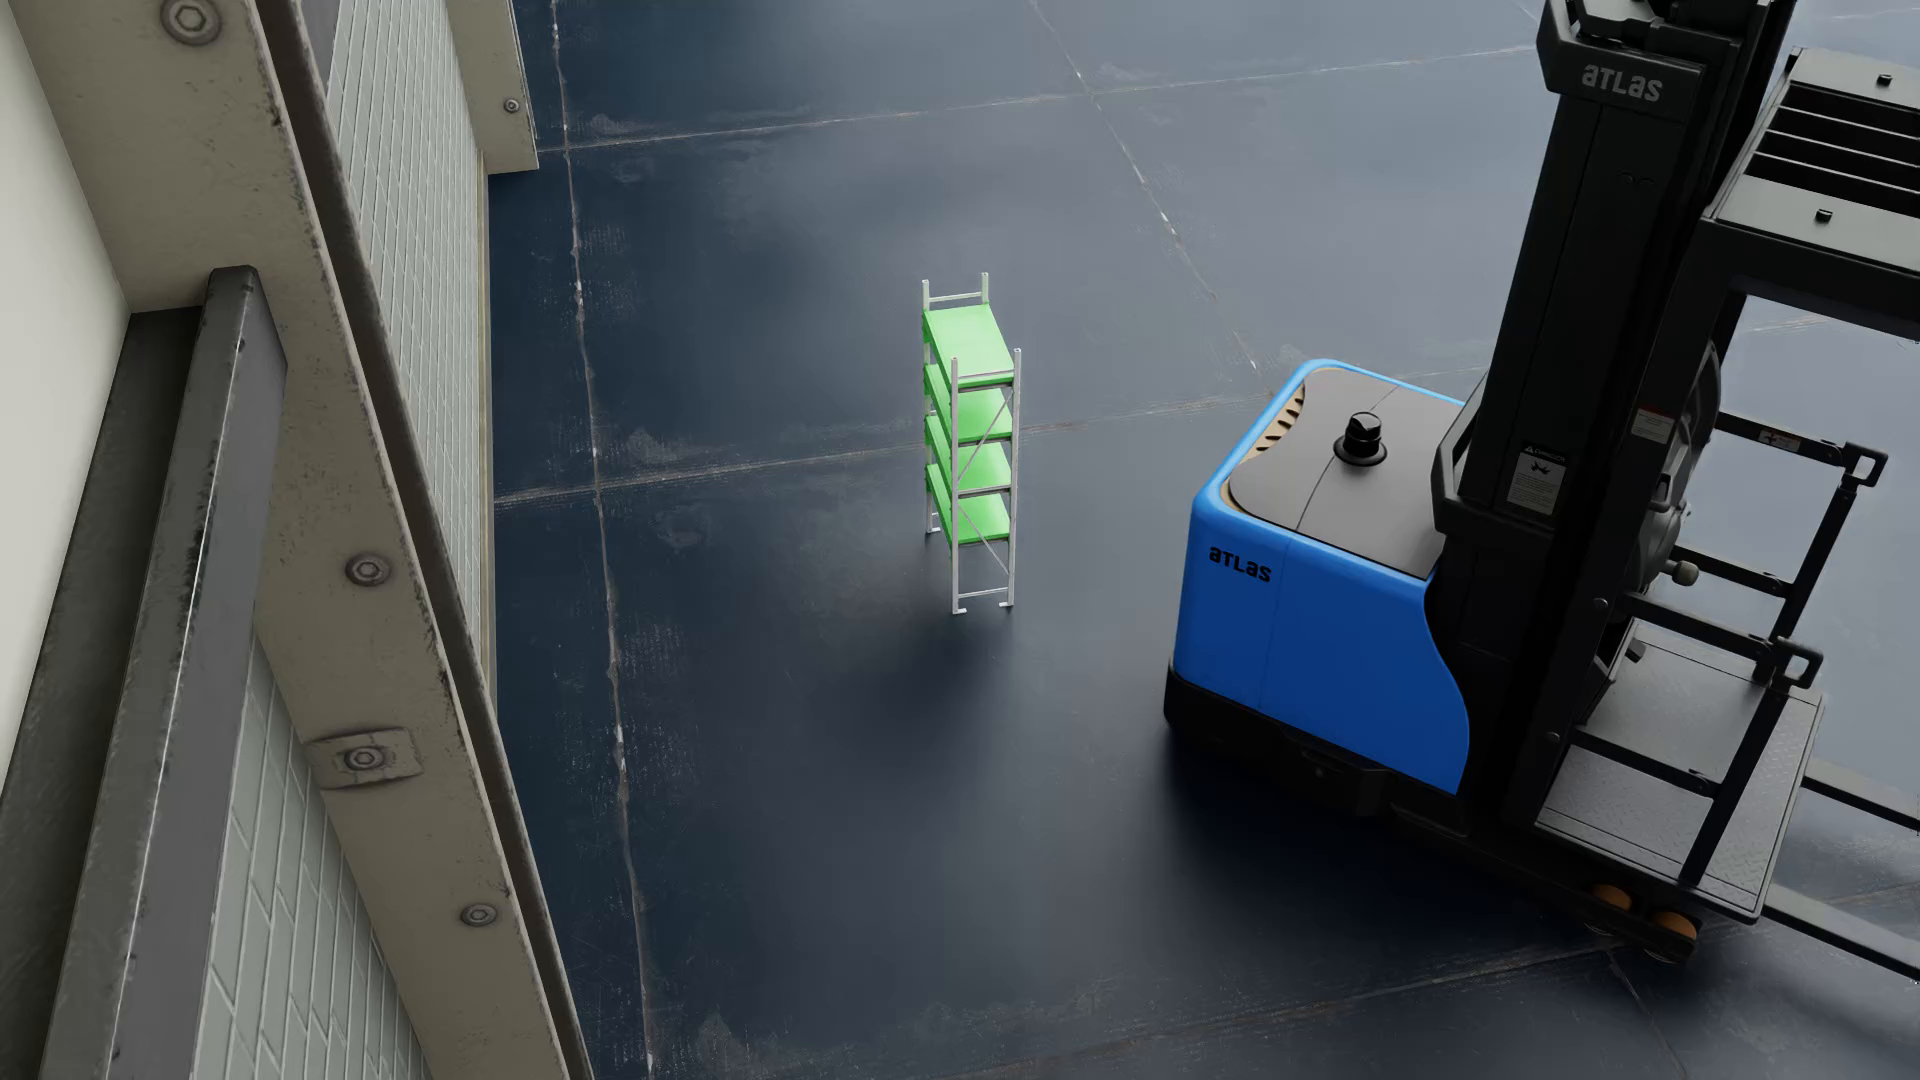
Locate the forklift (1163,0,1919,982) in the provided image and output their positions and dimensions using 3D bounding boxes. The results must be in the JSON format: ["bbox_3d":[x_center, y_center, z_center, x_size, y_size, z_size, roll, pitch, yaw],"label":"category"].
[{"bbox_3d":[2.250,-0.171,4.735,3.031,2.935,1.130,22,46,23],"label":"forklift"}]

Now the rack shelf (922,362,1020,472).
[{"bbox_3d":[0.036,-0.473,6.114,0.258,0.148,0.480,-8,42,-9],"label":"rack shelf"}]

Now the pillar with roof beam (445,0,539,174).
[{"bbox_3d":[1.726,-6.100,6.843,9.100,9.000,0.400,-8,42,-9],"label":"pillar with roof beam"}]

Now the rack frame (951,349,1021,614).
[{"bbox_3d":[0.088,-0.183,6.053,0.240,1.200,0.015,-8,42,-9],"label":"rack frame"}]

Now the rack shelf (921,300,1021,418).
[{"bbox_3d":[0.036,-0.653,5.955,0.258,0.148,0.480,-8,42,-9],"label":"rack shelf"}]

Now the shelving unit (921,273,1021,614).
[{"bbox_3d":[0.036,-0.341,6.231,0.258,1.200,0.503,-8,42,-9],"label":"shelving unit"}]

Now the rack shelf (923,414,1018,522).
[{"bbox_3d":[0.036,-0.294,6.273,0.258,0.148,0.480,-8,42,-9],"label":"rack shelf"}]

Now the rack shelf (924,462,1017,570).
[{"bbox_3d":[0.036,-0.114,6.433,0.258,0.148,0.480,-8,42,-9],"label":"rack shelf"}]

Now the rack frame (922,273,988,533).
[{"bbox_3d":[-0.017,-0.500,6.409,0.240,1.200,0.015,-8,42,-9],"label":"rack frame"}]
